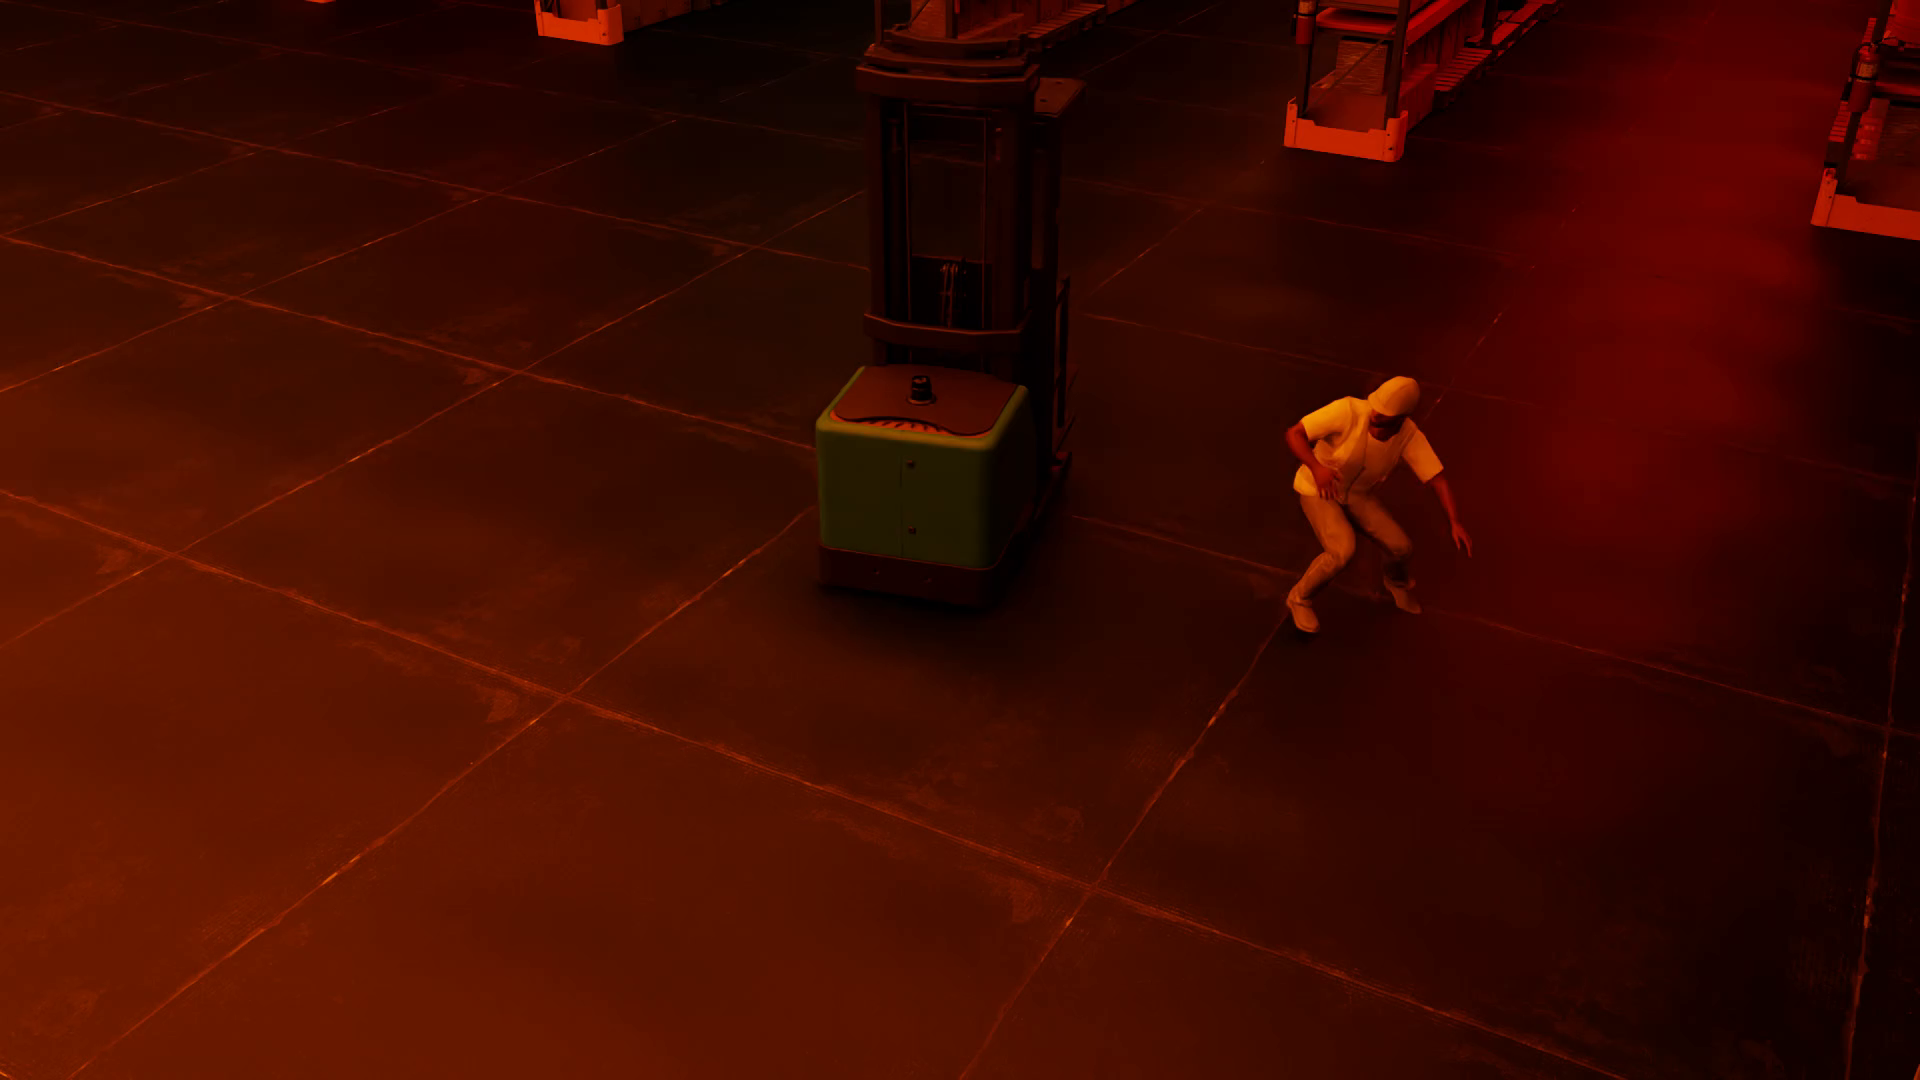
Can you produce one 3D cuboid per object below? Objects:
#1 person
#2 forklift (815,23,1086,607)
[{"bbox_3d":[2.190,-0.172,8.862,0.872,1.520,0.863,-9,31,-16],"label":"person"},{"bbox_3d":[0.090,-1.623,9.883,1.130,2.935,3.031,8,31,14],"label":"forklift"}]
